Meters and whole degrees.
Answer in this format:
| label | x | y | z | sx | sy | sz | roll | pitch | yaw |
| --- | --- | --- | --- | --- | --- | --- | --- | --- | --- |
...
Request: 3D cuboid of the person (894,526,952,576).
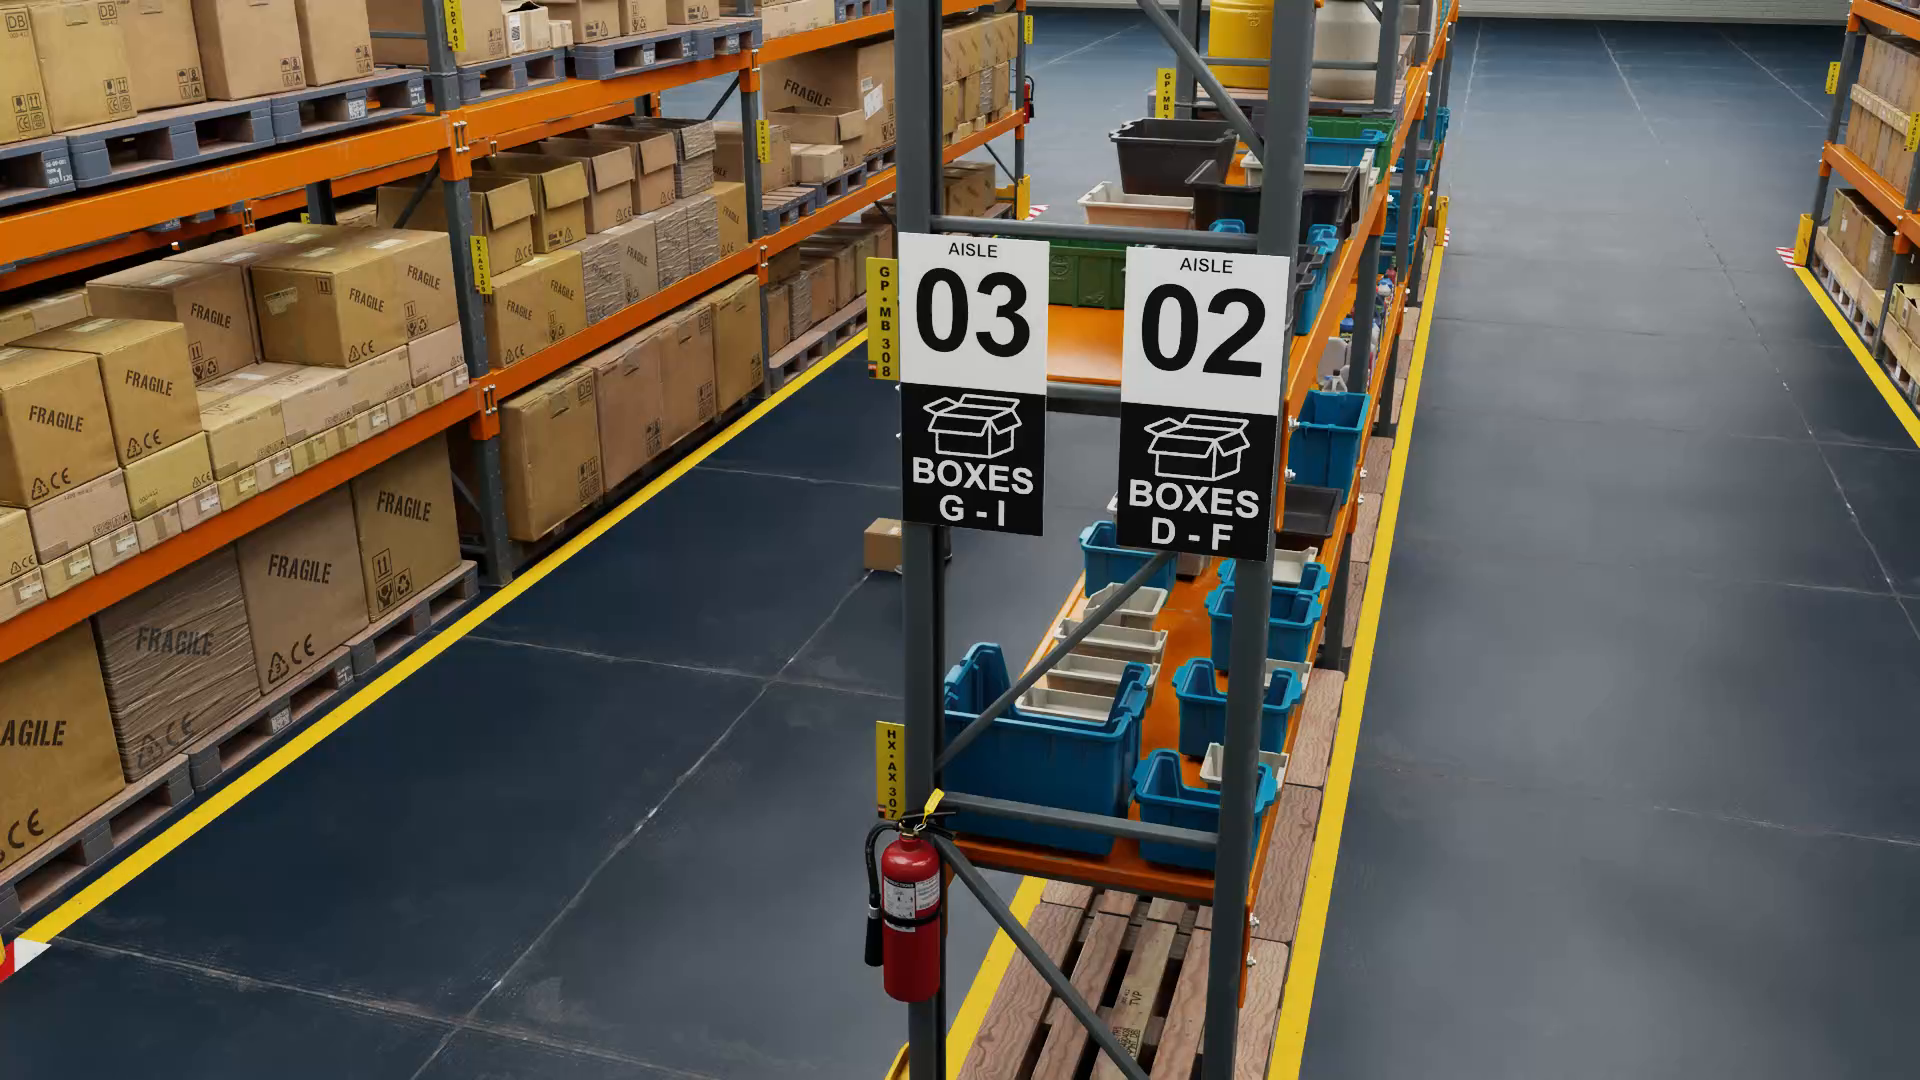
| label | x | y | z | sx | sy | sz | roll | pitch | yaw |
| --- | --- | --- | --- | --- | --- | --- | --- | --- | --- |
| person | -0.212 | -0.599 | 10.067 | 0.398 | 1.658 | 0.510 | 6 | 23 | 15 |
